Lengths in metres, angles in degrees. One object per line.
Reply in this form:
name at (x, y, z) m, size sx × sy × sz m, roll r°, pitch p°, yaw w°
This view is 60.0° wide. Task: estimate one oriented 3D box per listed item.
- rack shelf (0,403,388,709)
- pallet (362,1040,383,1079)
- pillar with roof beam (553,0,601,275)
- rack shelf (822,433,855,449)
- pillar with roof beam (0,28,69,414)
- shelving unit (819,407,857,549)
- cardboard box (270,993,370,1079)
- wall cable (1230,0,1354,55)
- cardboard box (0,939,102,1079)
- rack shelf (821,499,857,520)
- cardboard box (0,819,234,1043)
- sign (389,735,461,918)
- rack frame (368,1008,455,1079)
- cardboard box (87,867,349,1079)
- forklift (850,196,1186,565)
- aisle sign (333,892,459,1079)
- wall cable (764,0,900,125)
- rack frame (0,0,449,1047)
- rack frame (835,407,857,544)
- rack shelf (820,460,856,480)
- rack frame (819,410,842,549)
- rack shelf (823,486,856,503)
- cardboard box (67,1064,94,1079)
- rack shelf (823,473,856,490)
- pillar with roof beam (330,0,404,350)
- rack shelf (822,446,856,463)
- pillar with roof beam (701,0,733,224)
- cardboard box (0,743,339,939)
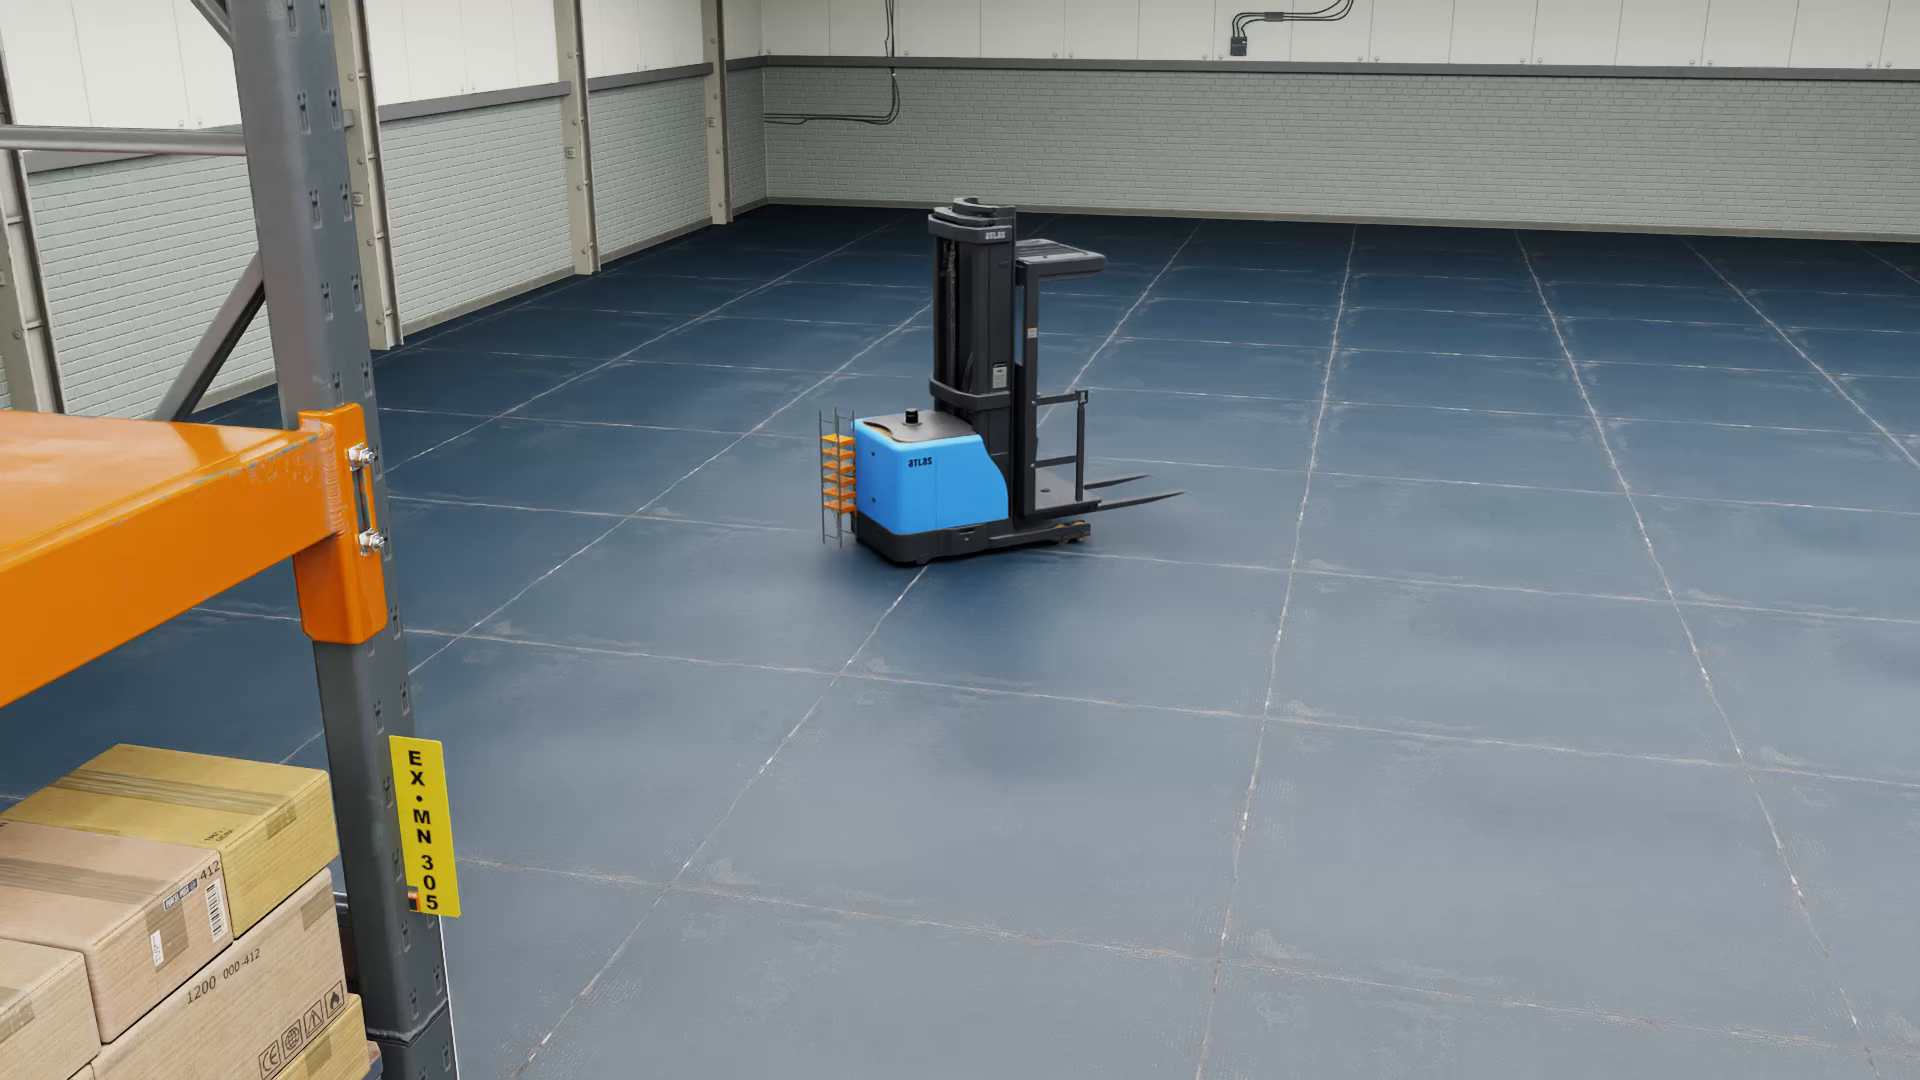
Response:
rack shelf at (-1.902, 0.549, 0.890) m, size 1.077 × 0.370 × 4.000 m, roll 5°, pitch 19°, yaw 13°
pallet at (-1.585, 1.087, 2.360) m, size 1.003 × 0.211 × 1.213 m, roll 5°, pitch 19°, yaw 13°
pillar with roof beam at (-2.058, -8.393, 25.338) m, size 9.100 × 9.000 × 0.400 m, roll 5°, pitch 19°, yaw 13°
rack shelf at (-1.054, -0.834, 14.297) m, size 0.258 × 0.103 × 0.180 m, roll 17°, pitch 25°, yaw 40°
pillar with roof beam at (-4.990, -4.632, 14.326) m, size 9.100 × 9.000 × 0.400 m, roll 5°, pitch 19°, yaw 13°
shelving unit at (-1.054, -0.536, 14.399) m, size 0.258 × 1.200 × 0.189 m, roll 17°, pitch 25°, yaw 40°
cardboard box at (-1.166, 0.816, 2.602) m, size 0.380 × 0.149 × 0.250 m, roll 5°, pitch 19°, yaw 13°
wall cable at (6.437, -12.287, 31.477) m, size 2.305 × 6.003 × 0.169 m, roll 5°, pitch 19°, yaw 13°
cardboard box at (-1.292, 0.598, 2.005) m, size 0.380 × 0.149 × 0.250 m, roll 5°, pitch 19°, yaw 14°
rack shelf at (-1.054, -0.266, 14.491) m, size 0.258 × 0.103 × 0.180 m, roll 17°, pitch 25°, yaw 40°
cardboard box at (-1.229, 0.518, 2.241) m, size 0.380 × 0.149 × 0.250 m, roll 5°, pitch 19°, yaw 14°
sign at (-0.891, 0.478, 2.761) m, size 0.100 × 0.325 × 0.005 m, roll 5°, pitch 19°, yaw 13°
rack frame at (-1.414, 2.231, 3.514) m, size 1.000 × 3.000 × 0.127 m, roll 5°, pitch 19°, yaw 13°
cardboard box at (-1.262, 0.672, 2.408) m, size 0.500 × 0.250 × 0.500 m, roll 5°, pitch 19°, yaw 14°
forklift at (0.582, -1.495, 14.531) m, size 3.031 × 2.935 × 1.130 m, roll -9°, pitch 21°, yaw -26°
aisle sign at (-1.105, 1.003, 3.090) m, size 0.394 × 0.787 × 0.004 m, roll 5°, pitch 19°, yaw 13°
wall cable at (-2.765, -9.963, 34.739) m, size 3.097 × 2.526 × 0.112 m, roll 5°, pitch 19°, yaw 13°
rack frame at (-1.414, -0.608, 2.544) m, size 1.000 × 3.000 × 0.127 m, roll 5°, pitch 19°, yaw 13°
rack frame at (-0.991, -0.557, 14.463) m, size 0.240 × 1.200 × 0.006 m, roll 17°, pitch 25°, yaw 40°
rack shelf at (-1.054, -0.607, 14.375) m, size 0.258 × 0.103 × 0.180 m, roll 17°, pitch 25°, yaw 40°
rack frame at (-1.116, -0.514, 14.336) m, size 0.240 × 1.200 × 0.006 m, roll 17°, pitch 25°, yaw 40°
rack shelf at (-1.054, -0.380, 14.452) m, size 0.258 × 0.103 × 0.180 m, roll 17°, pitch 25°, yaw 40°
cardboard box at (-1.385, 0.828, 1.949) m, size 0.500 × 0.250 × 0.500 m, roll 5°, pitch 19°, yaw 13°
rack shelf at (-1.054, -0.494, 14.414) m, size 0.258 × 0.103 × 0.180 m, roll 17°, pitch 25°, yaw 40°
pillar with roof beam at (-3.524, -6.512, 19.832) m, size 9.100 × 9.000 × 0.400 m, roll 5°, pitch 19°, yaw 13°
rack shelf at (-1.054, -0.721, 14.336) m, size 0.258 × 0.103 × 0.180 m, roll 17°, pitch 25°, yaw 40°
pillar with roof beam at (-0.592, -10.274, 30.844) m, size 9.100 × 9.000 × 0.400 m, roll 5°, pitch 19°, yaw 13°
cardboard box at (-1.167, 0.440, 2.469) m, size 0.380 × 0.149 × 0.250 m, roll 5°, pitch 19°, yaw 14°
